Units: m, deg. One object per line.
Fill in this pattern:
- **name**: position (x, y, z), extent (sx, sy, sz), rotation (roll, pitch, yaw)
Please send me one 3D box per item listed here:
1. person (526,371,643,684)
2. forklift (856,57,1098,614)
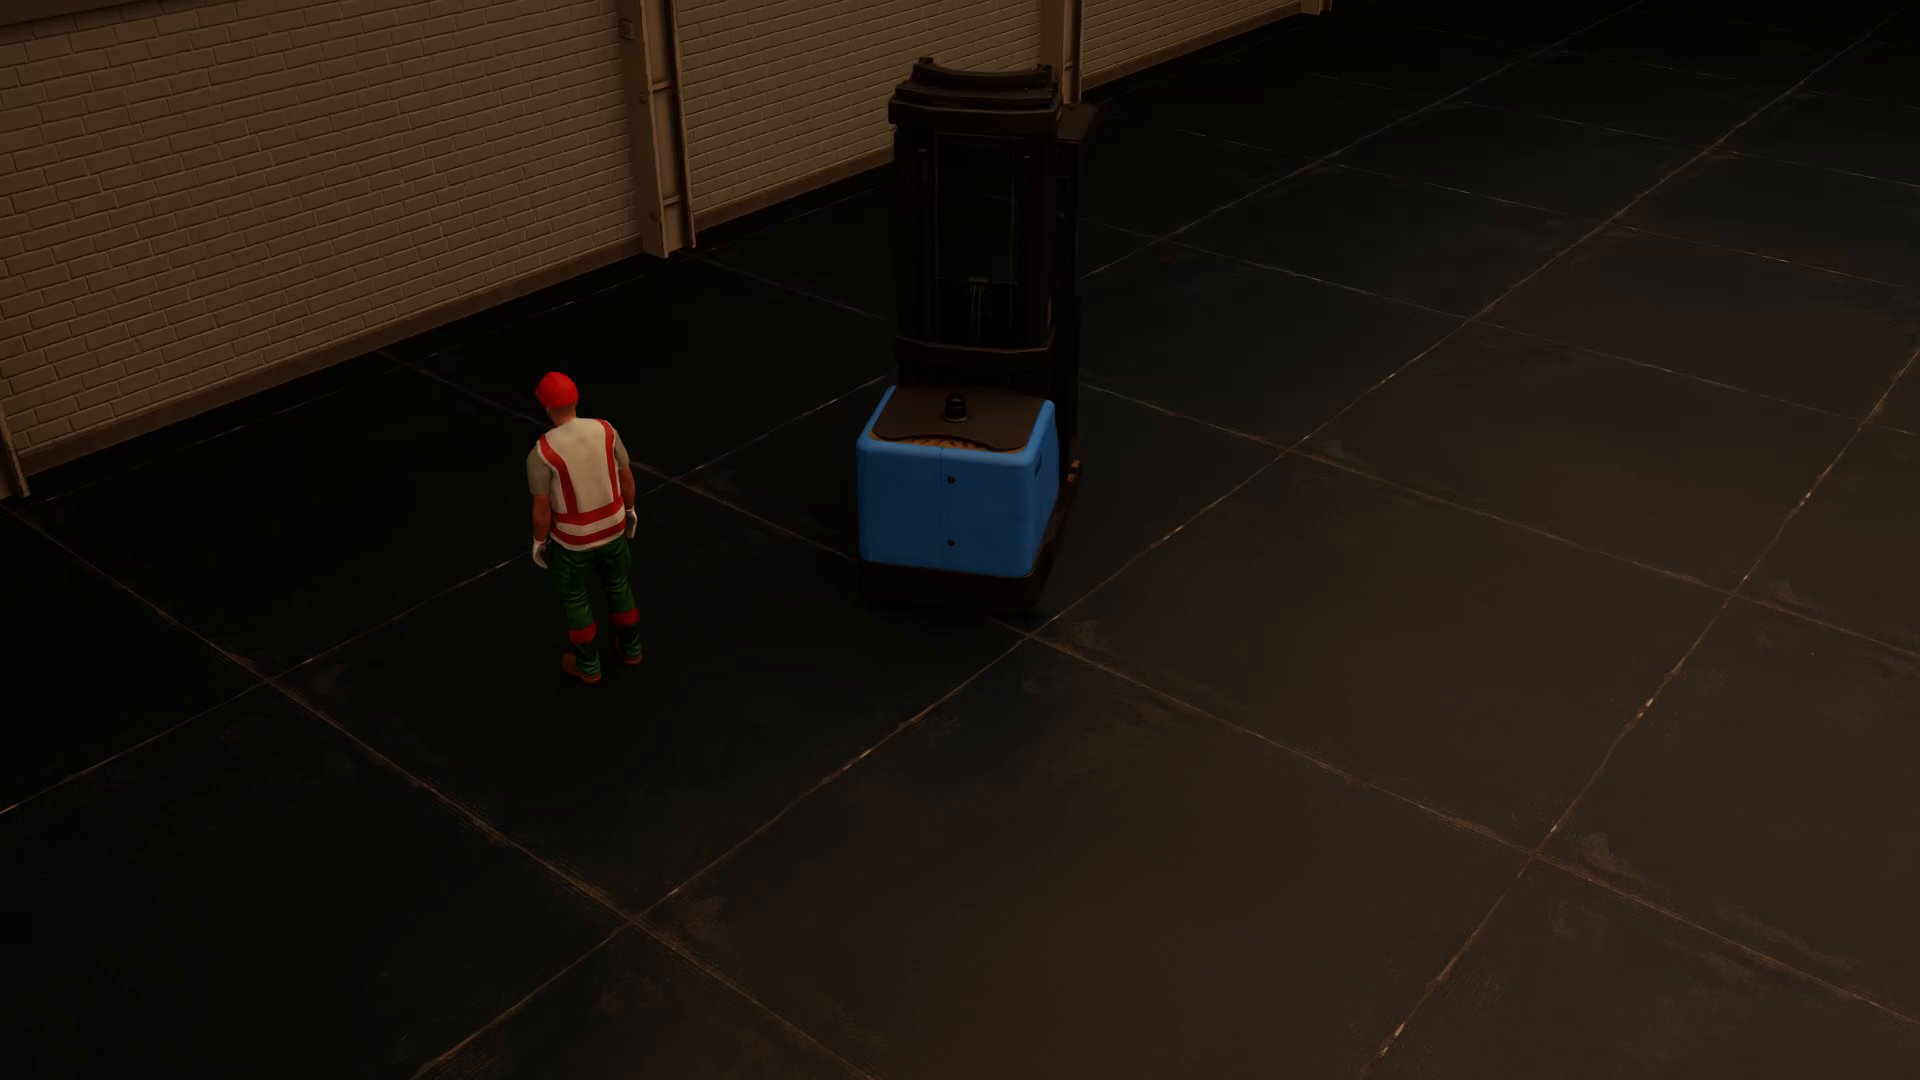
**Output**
- **person**: position (-1.998, -0.060, 8.844), extent (0.618, 1.777, 0.451), rotation (-22, 37, -32)
- **forklift**: position (0.212, -1.569, 10.280), extent (1.130, 2.935, 3.031), rotation (6, 31, 10)
